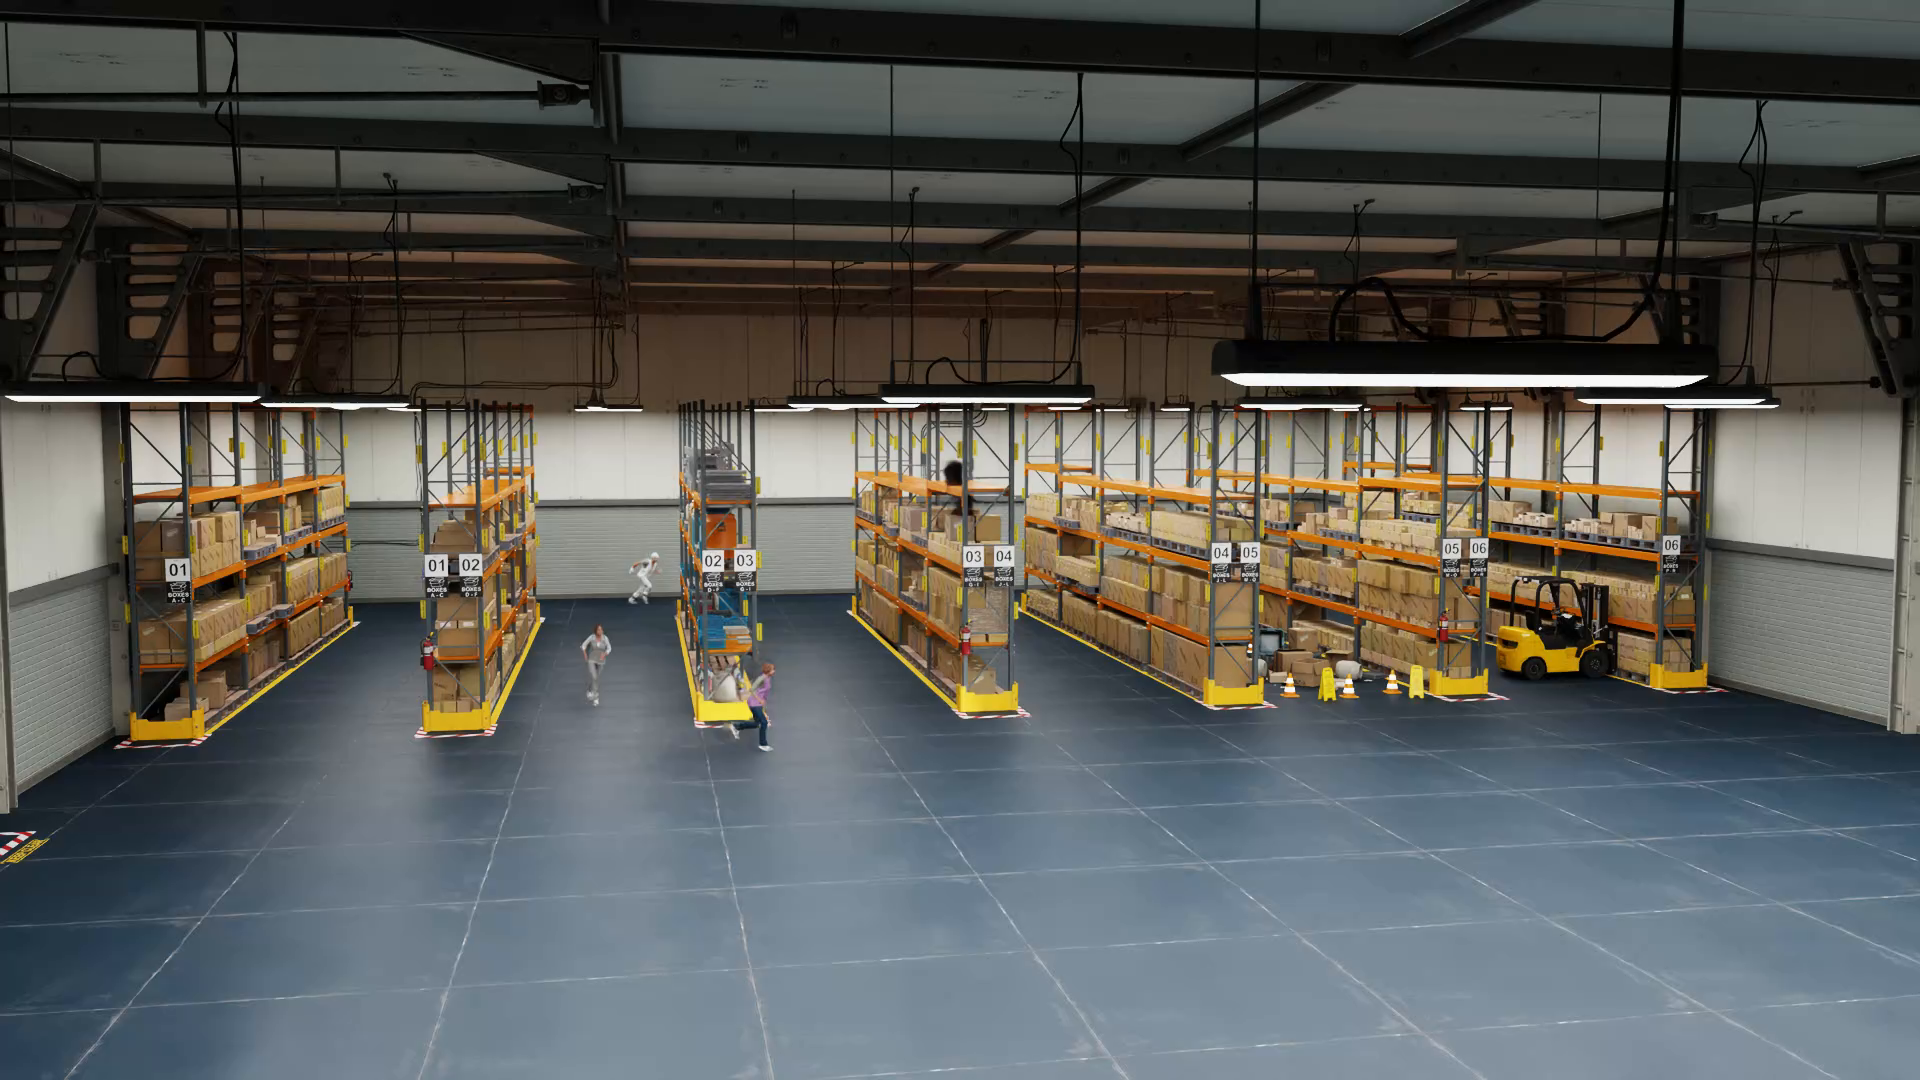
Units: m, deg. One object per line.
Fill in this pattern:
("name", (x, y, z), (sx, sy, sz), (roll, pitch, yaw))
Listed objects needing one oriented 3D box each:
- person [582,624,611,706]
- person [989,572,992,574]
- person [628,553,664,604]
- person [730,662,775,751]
("person", (-7.214, 2.457, 32.999), (0.564, 1.617, 0.767), (-2, 5, -22))
("person", (0.658, 1.265, 48.308), (0.549, 1.673, 0.643), (1, 4, 7))
("person", (-9.440, 1.153, 49.918), (1.111, 1.549, 0.676), (2, 5, 22))
("person", (-3.546, 2.842, 28.342), (0.825, 1.550, 0.539), (1, 5, 18))
